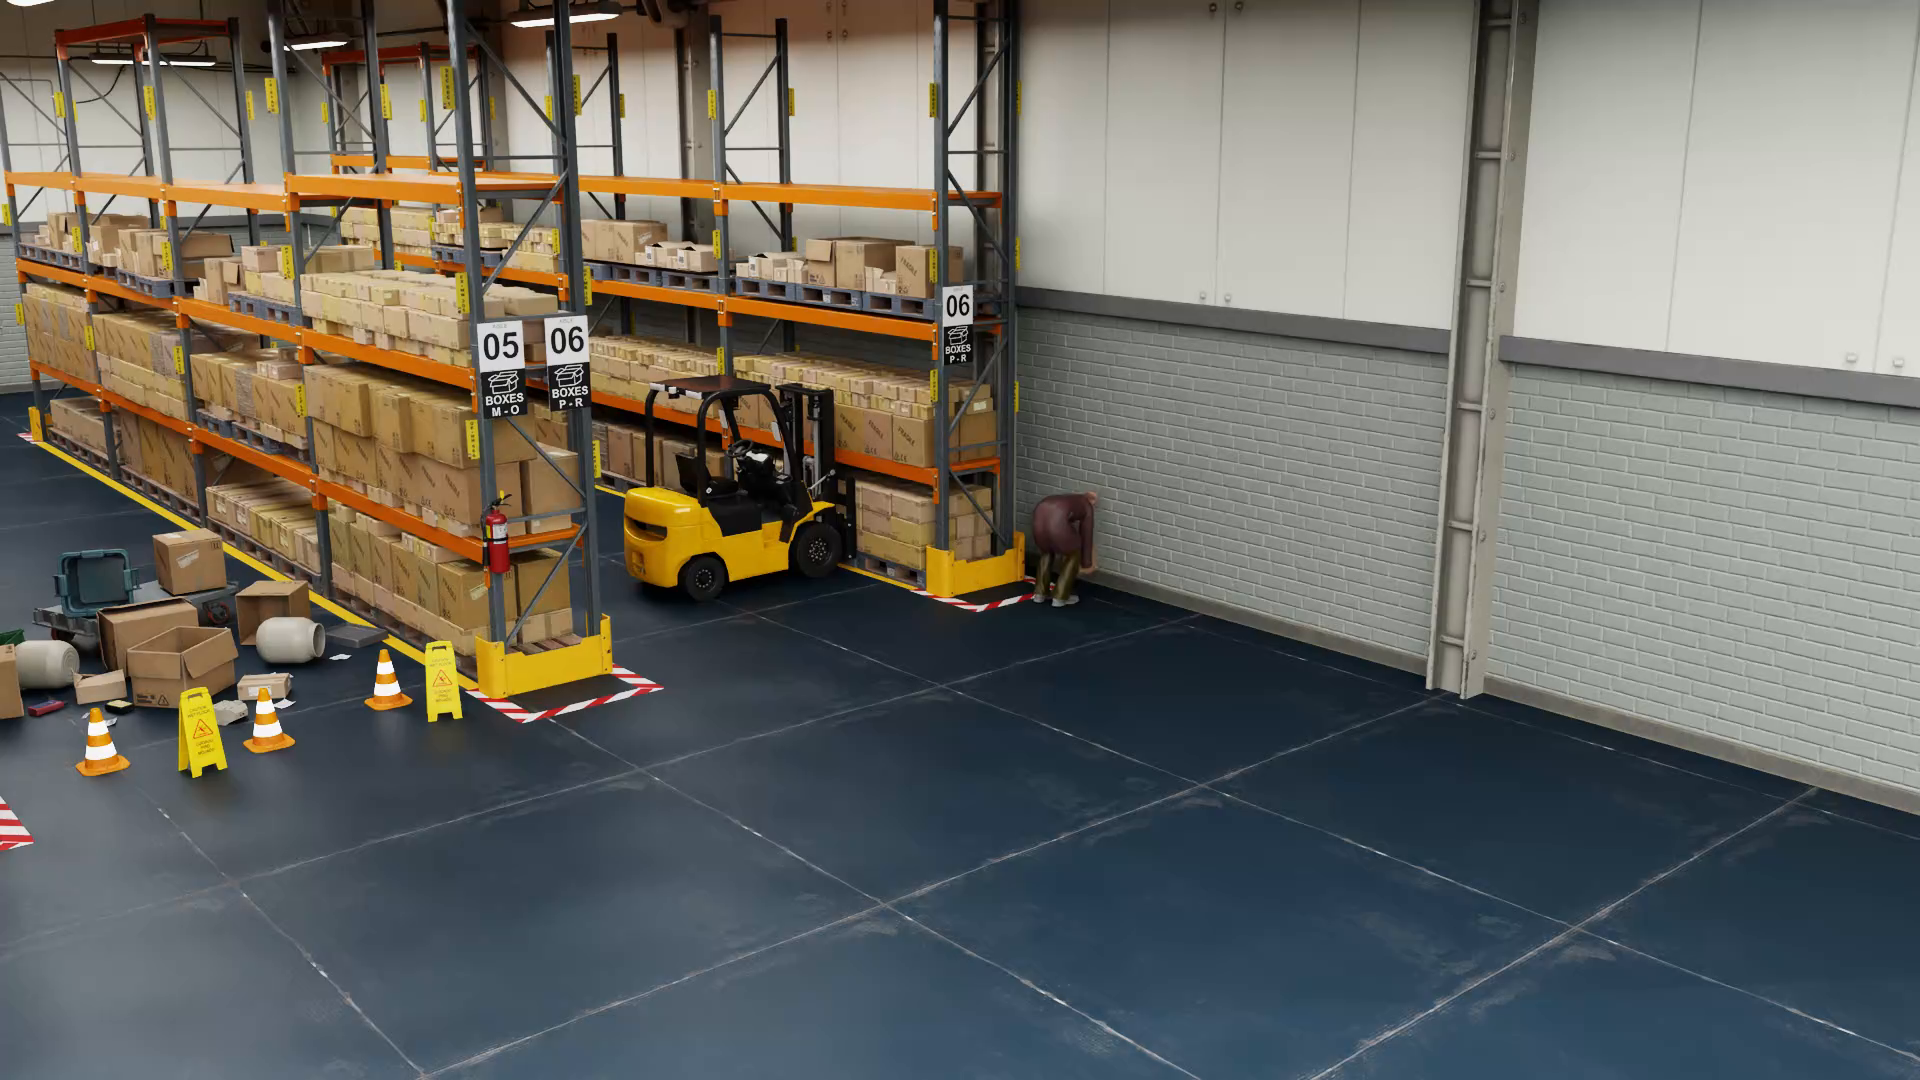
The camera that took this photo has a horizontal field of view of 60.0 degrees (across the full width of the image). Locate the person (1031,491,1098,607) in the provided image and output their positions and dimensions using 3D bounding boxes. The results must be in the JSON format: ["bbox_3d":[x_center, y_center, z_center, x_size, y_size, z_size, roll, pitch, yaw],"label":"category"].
[{"bbox_3d":[1.116,0.056,17.162,0.571,1.127,0.950,11,18,38],"label":"person"}]
